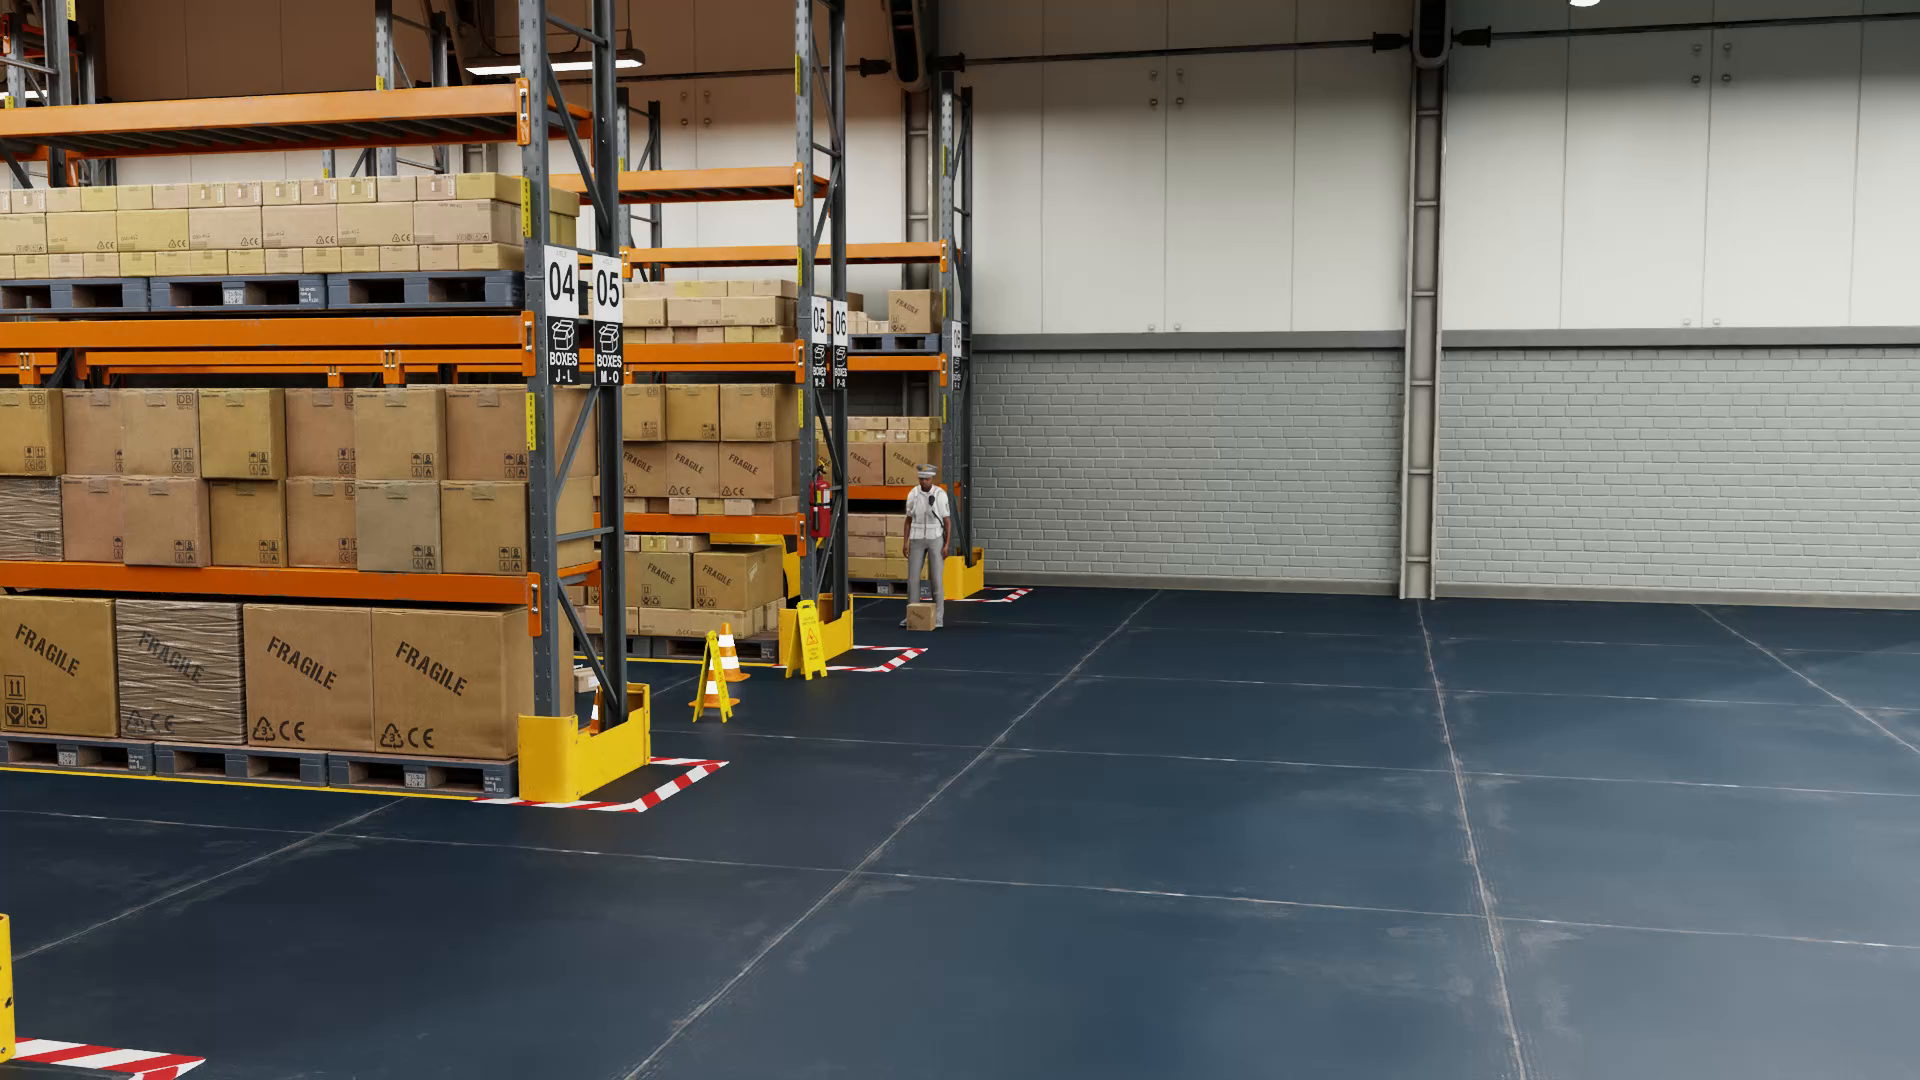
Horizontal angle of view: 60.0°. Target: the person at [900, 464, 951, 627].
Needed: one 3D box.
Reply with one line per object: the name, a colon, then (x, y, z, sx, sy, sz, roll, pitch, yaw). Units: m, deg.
person: (-0.345, 0.053, 16.946, 0.508, 1.659, 0.395, 1, 5, 14)
